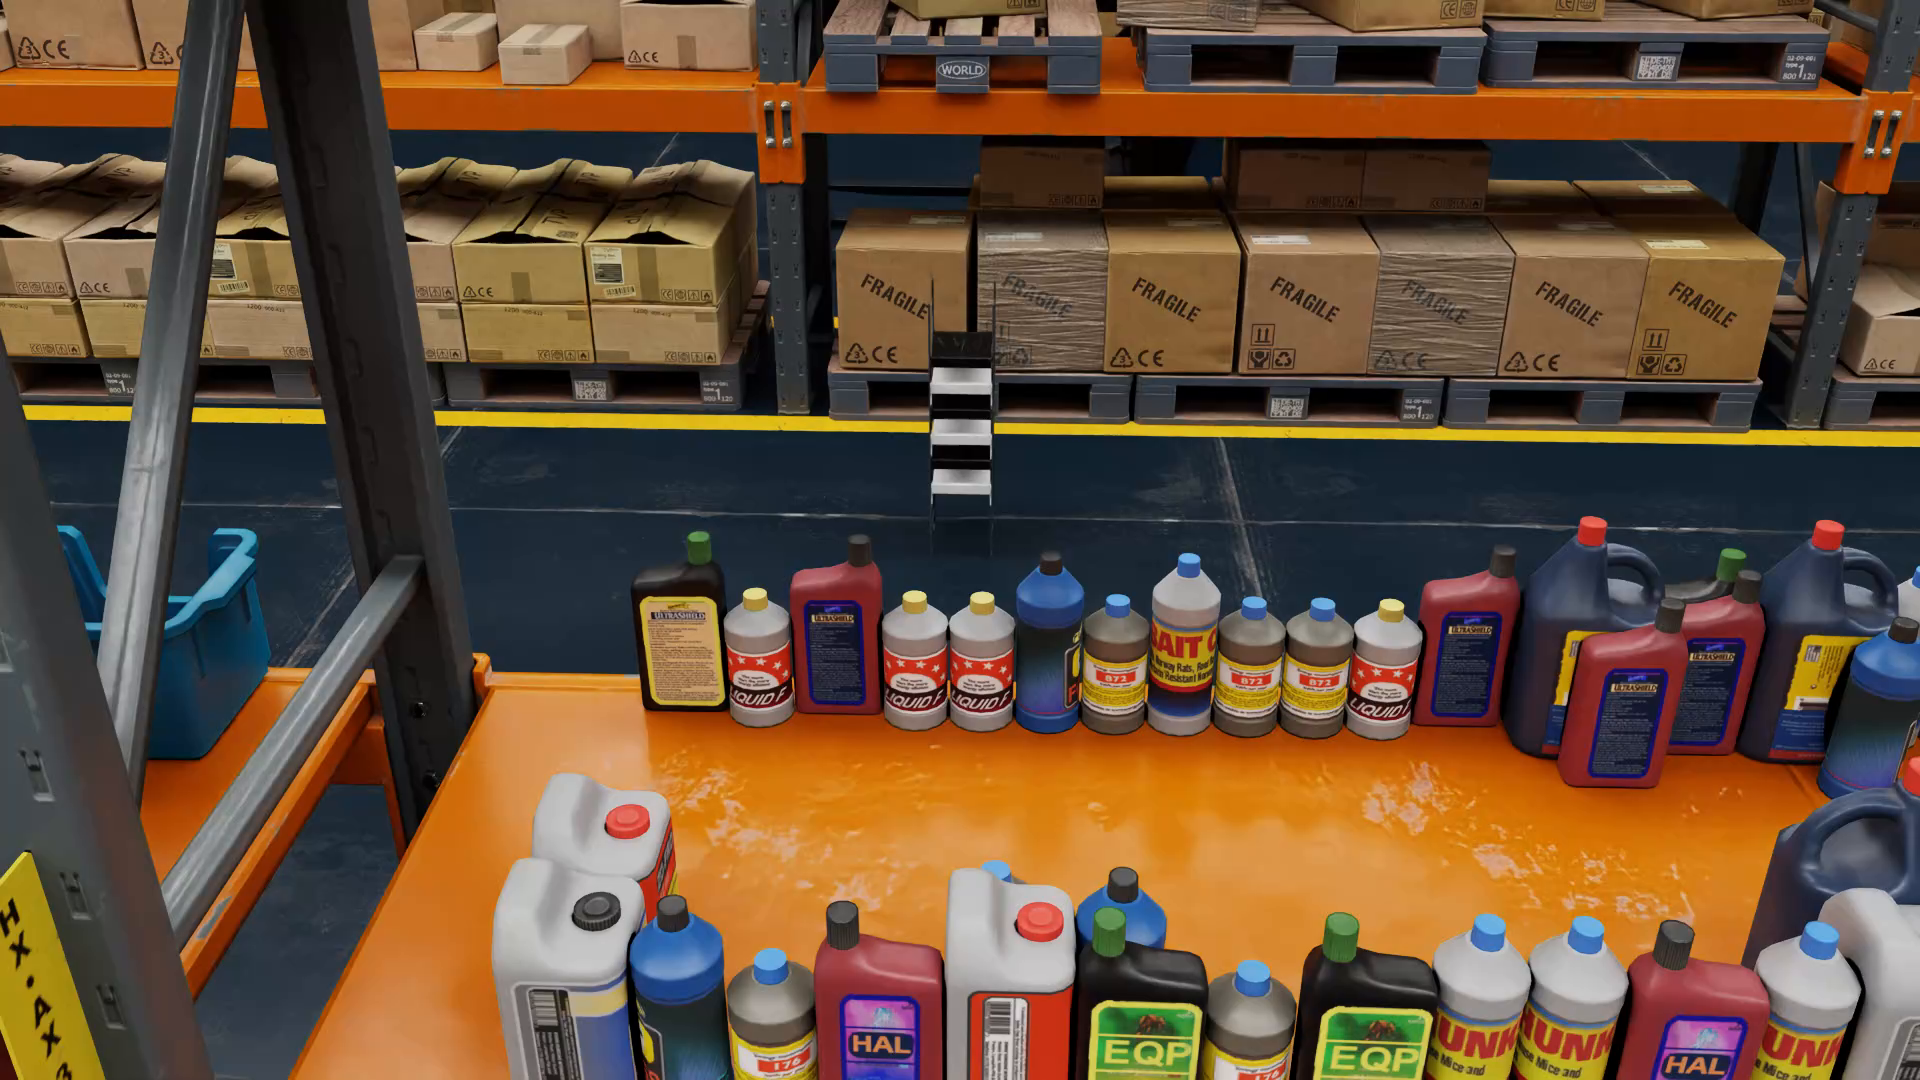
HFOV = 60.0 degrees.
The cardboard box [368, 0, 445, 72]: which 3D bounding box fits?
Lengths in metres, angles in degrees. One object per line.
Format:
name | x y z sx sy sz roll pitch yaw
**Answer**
cardboard box | -2.329 -2.122 6.443 0.500 0.500 0.500 -1 28 -1

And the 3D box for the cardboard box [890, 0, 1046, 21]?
cardboard box | -0.018 -2.330 6.387 0.500 0.500 0.700 -8 29 -15

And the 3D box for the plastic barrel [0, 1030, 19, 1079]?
plastic barrel | -1.304 0.335 1.770 0.708 0.536 0.600 1 28 2

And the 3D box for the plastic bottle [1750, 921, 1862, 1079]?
plastic bottle | 0.860 0.510 1.722 0.097 0.271 0.097 0 28 0

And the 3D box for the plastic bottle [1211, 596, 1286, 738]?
plastic bottle | 0.421 0.178 2.424 0.097 0.201 0.097 0 28 0

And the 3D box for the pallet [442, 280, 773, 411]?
pallet | -1.473 -0.857 7.142 1.213 0.211 1.003 1 28 2

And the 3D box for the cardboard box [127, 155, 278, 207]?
cardboard box | -3.215 -1.454 7.180 0.500 0.311 0.500 1 28 2

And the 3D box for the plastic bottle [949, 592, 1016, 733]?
plastic bottle | 0.032 0.172 2.436 0.097 0.201 0.097 0 28 0

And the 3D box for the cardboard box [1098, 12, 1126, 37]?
cardboard box | 1.125 -3.521 11.036 0.750 0.750 0.750 1 28 2

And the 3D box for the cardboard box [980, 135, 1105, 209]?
cardboard box | 0.348 -1.574 6.915 0.500 0.250 0.500 2 28 4

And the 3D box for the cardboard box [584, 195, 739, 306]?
cardboard box | -1.183 -1.169 6.642 0.500 0.311 0.500 2 28 3

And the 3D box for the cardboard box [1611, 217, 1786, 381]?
cardboard box | 2.843 -0.955 6.549 0.500 0.500 0.500 1 28 2

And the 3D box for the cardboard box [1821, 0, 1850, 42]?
cardboard box | 5.809 -3.306 11.005 0.500 0.500 0.700 0 28 0

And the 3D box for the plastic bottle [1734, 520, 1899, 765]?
plastic bottle | 1.207 0.136 2.343 0.185 0.351 0.144 1 28 2

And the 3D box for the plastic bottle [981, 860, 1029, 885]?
plastic bottle | 0.039 0.456 1.899 0.097 0.201 0.097 0 28 0

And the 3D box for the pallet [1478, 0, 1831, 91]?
pallet | 2.551 -1.971 6.470 1.213 0.211 1.003 1 28 2

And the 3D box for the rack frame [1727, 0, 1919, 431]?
rack frame | 3.346 -1.991 6.304 0.127 3.000 1.000 1 28 2

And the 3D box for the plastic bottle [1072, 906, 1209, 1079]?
plastic bottle | 0.186 0.502 1.725 0.133 0.283 0.061 1 28 2

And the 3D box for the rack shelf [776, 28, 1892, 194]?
rack shelf | 1.347 -1.707 6.535 4.000 0.370 1.077 1 28 2

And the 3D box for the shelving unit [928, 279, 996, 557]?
shelving unit | 0.008 -0.397 5.539 0.210 0.900 0.258 1 28 2

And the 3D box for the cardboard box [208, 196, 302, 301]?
cardboard box | -2.708 -1.194 6.688 0.500 0.311 0.500 2 28 3

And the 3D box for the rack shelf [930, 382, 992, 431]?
rack shelf | 0.008 -0.448 5.512 0.200 0.077 0.258 1 28 2

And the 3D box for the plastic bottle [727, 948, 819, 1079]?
plastic bottle | -0.197 0.524 1.772 0.097 0.201 0.097 0 28 0

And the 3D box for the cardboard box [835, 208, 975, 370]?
cardboard box | -0.206 -1.006 6.644 0.500 0.500 0.500 2 28 4

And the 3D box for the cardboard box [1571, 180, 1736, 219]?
cardboard box | 2.871 -1.203 7.017 0.500 0.500 0.500 0 28 -1

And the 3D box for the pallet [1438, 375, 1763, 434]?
pallet | 2.532 -0.755 6.949 1.213 0.211 1.003 1 28 2

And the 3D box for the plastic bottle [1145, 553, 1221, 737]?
plastic bottle | 0.324 0.146 2.410 0.097 0.271 0.097 0 28 0

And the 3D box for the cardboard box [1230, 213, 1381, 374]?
cardboard box | 1.340 -0.983 6.601 0.500 0.500 0.500 0 28 0

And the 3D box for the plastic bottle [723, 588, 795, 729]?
plastic bottle | -0.296 0.166 2.446 0.097 0.201 0.097 0 28 0

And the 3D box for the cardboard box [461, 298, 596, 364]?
cardboard box | -1.701 -0.930 6.788 0.500 0.250 0.500 1 28 1

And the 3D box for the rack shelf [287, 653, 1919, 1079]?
rack shelf | 1.169 0.612 2.161 4.000 0.370 1.077 1 28 2

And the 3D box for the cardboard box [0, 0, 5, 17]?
cardboard box | -3.764 -2.136 6.720 0.258 0.266 0.396 0 28 1

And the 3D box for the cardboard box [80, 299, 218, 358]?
cardboard box | -3.226 -0.955 6.837 0.500 0.250 0.500 0 28 0

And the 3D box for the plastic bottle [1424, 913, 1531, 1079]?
plastic bottle | 0.532 0.505 1.733 0.097 0.271 0.097 0 28 0

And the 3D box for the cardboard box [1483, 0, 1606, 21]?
cardboard box | 2.191 -2.315 6.360 0.500 0.500 0.700 5 28 10

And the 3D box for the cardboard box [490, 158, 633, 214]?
cardboard box | -1.690 -1.427 7.127 0.500 0.311 0.500 0 28 1

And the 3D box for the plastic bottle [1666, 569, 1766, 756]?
plastic bottle | 1.048 0.172 2.347 0.133 0.283 0.061 1 28 2

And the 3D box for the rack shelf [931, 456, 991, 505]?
rack shelf | 0.008 -0.209 5.639 0.200 0.077 0.258 1 28 2

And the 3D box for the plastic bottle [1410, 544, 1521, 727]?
plastic bottle | 0.732 0.138 2.411 0.133 0.283 0.061 1 28 2

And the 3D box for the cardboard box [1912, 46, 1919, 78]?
cardboard box | 3.846 -1.900 6.024 0.500 0.500 0.500 2 28 3

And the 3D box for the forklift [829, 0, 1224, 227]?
forklift | 0.635 -2.817 7.935 3.031 2.935 1.130 1 28 3

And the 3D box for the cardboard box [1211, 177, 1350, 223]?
cardboard box | 1.334 -1.227 7.062 0.500 0.500 0.500 0 28 0

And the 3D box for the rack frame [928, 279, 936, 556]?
rack frame | -0.093 -0.399 5.542 0.006 0.900 0.240 1 28 2

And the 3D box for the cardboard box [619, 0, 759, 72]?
cardboard box | -1.013 -2.045 6.499 0.500 0.311 0.500 3 28 5
